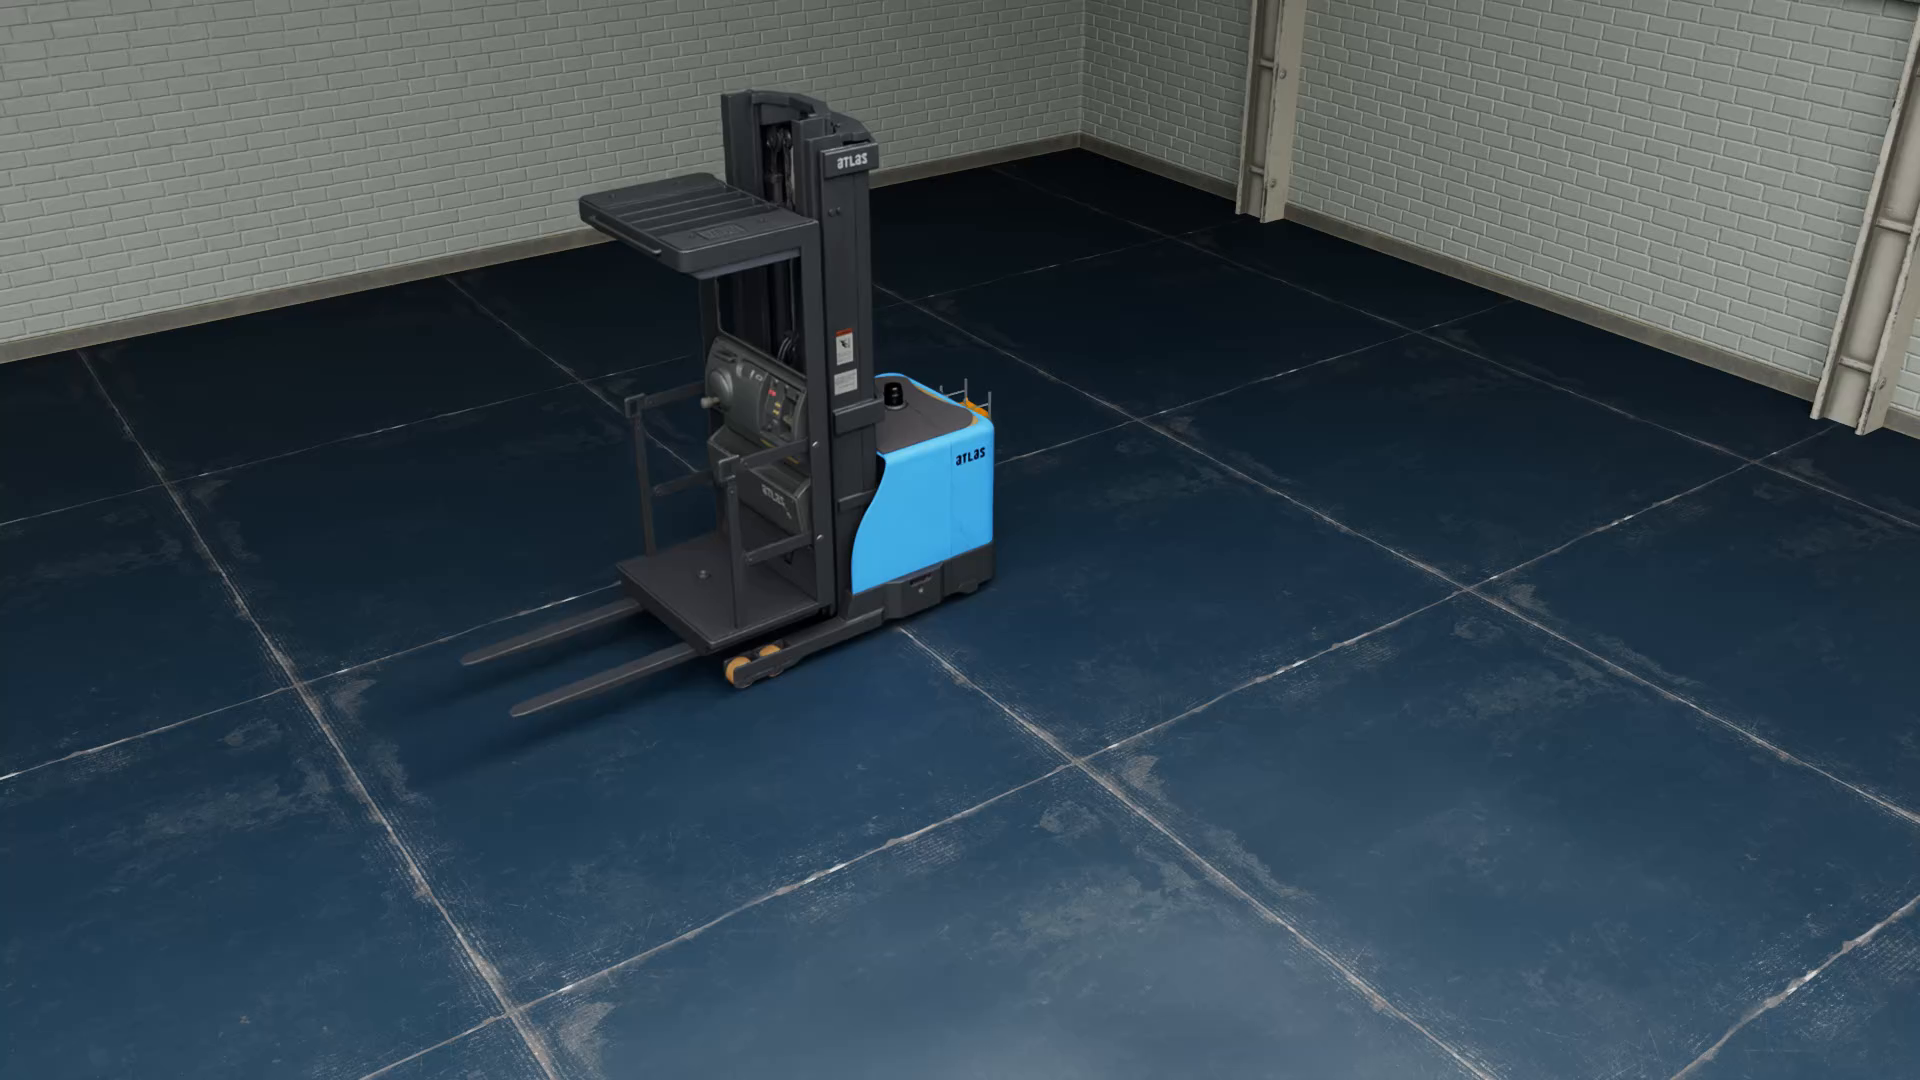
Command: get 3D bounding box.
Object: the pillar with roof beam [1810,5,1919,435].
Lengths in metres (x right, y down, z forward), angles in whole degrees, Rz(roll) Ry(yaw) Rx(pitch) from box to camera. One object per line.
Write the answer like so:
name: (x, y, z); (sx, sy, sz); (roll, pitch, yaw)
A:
pillar with roof beam: (2.928, -3.625, 7.723); (9.100, 9.000, 0.400); (-19, 34, -31)

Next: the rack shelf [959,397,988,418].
rack shelf: (0.031, -0.681, 10.057); (0.215, 0.259, 0.240); (-19, 34, -31)

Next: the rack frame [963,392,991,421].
rack frame: (0.102, -0.393, 10.100); (0.200, 1.050, 0.008); (-19, 34, -31)

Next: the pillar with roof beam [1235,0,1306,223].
pillar with roof beam: (-0.552, -5.958, 12.018); (9.100, 9.000, 0.400); (-19, 34, -31)

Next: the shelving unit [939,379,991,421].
shelving unit: (0.031, -0.441, 10.188); (0.215, 1.050, 0.252); (-19, 34, -31)

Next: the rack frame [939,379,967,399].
rack frame: (-0.040, -0.488, 10.275); (0.200, 1.050, 0.008); (-19, 34, -31)

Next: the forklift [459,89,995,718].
forklift: (-1.264, -0.771, 8.826); (3.031, 2.935, 1.130); (-20, 35, -33)
